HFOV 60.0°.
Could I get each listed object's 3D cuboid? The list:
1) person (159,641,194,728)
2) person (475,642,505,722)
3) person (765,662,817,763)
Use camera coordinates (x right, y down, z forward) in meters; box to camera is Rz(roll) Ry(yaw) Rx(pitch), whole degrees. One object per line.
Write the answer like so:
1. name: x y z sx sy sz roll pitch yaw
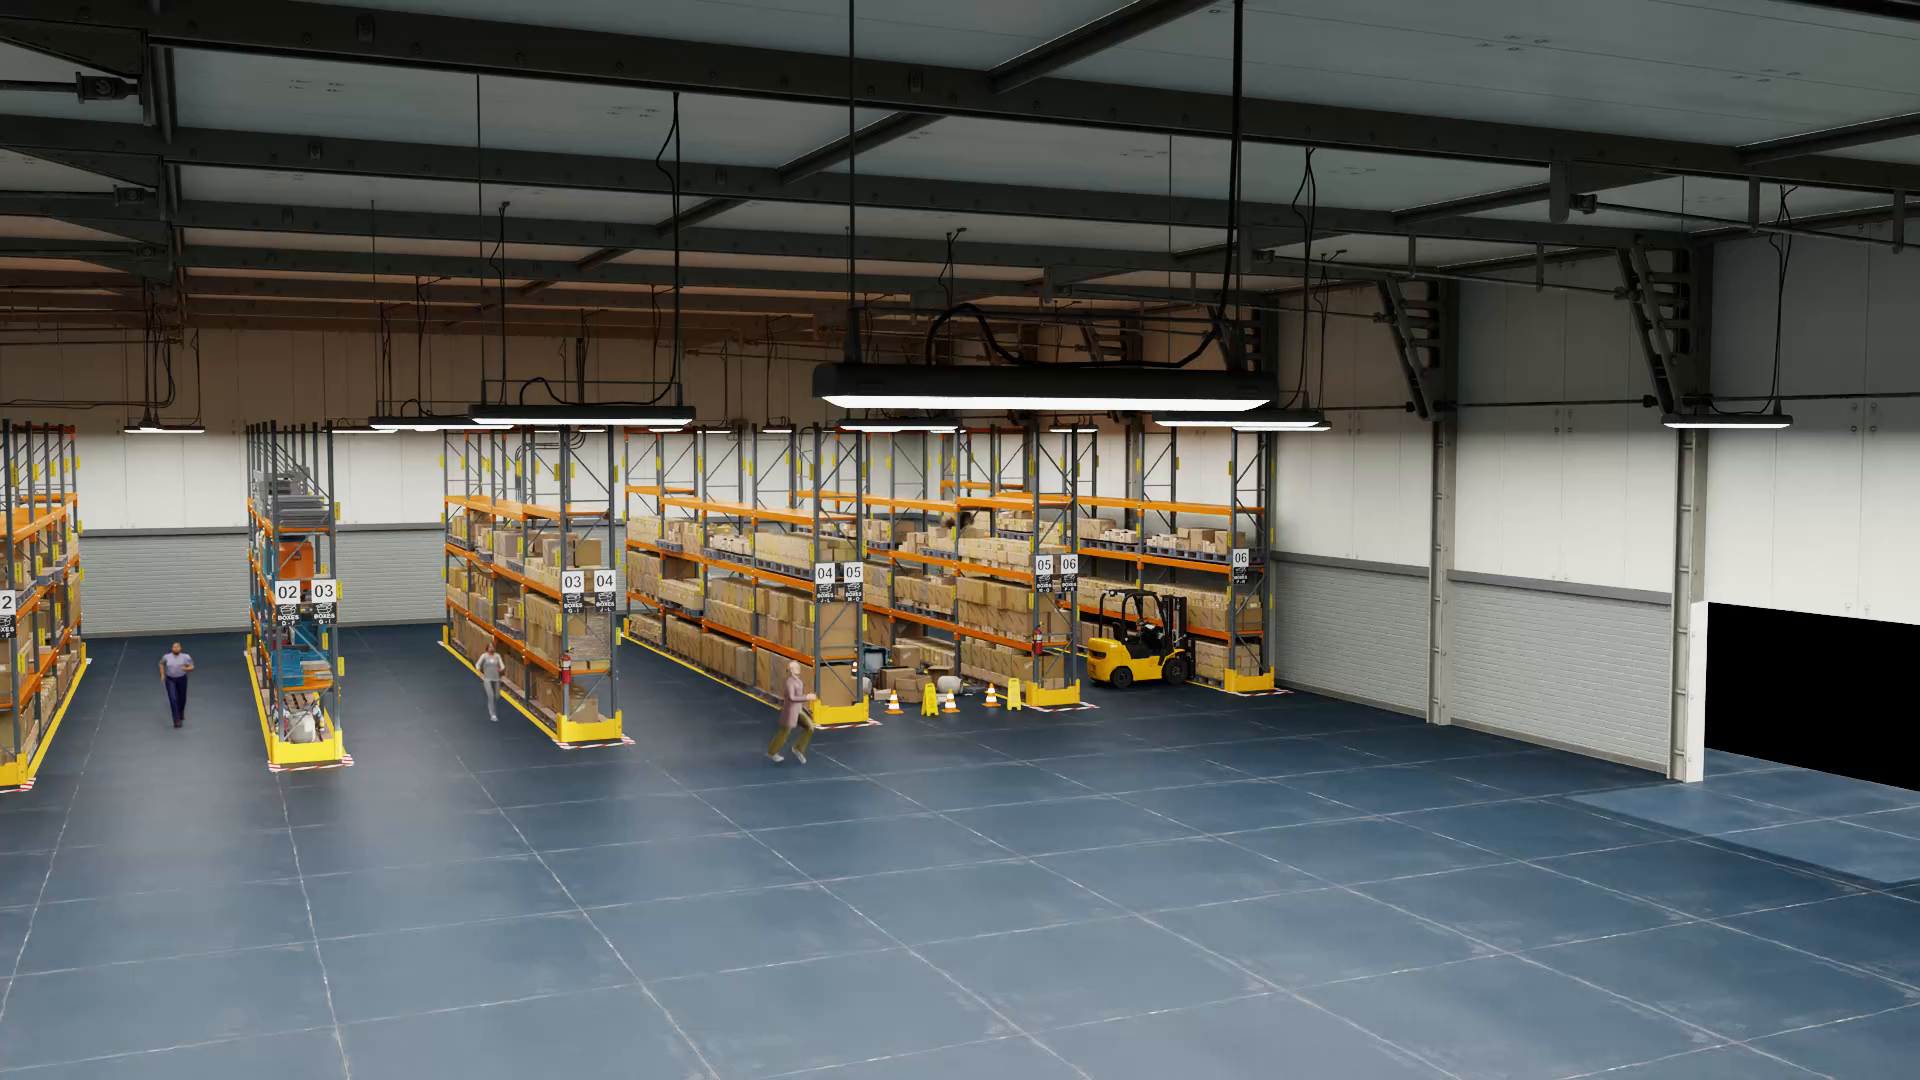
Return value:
1. person: -15.478 2.821 32.881 0.599 1.651 0.937 -2 4 -31
2. person: -9.462 2.833 33.537 0.547 1.570 0.822 -2 4 -30
3. person: -2.922 3.018 29.079 0.958 1.798 0.733 1 4 17
